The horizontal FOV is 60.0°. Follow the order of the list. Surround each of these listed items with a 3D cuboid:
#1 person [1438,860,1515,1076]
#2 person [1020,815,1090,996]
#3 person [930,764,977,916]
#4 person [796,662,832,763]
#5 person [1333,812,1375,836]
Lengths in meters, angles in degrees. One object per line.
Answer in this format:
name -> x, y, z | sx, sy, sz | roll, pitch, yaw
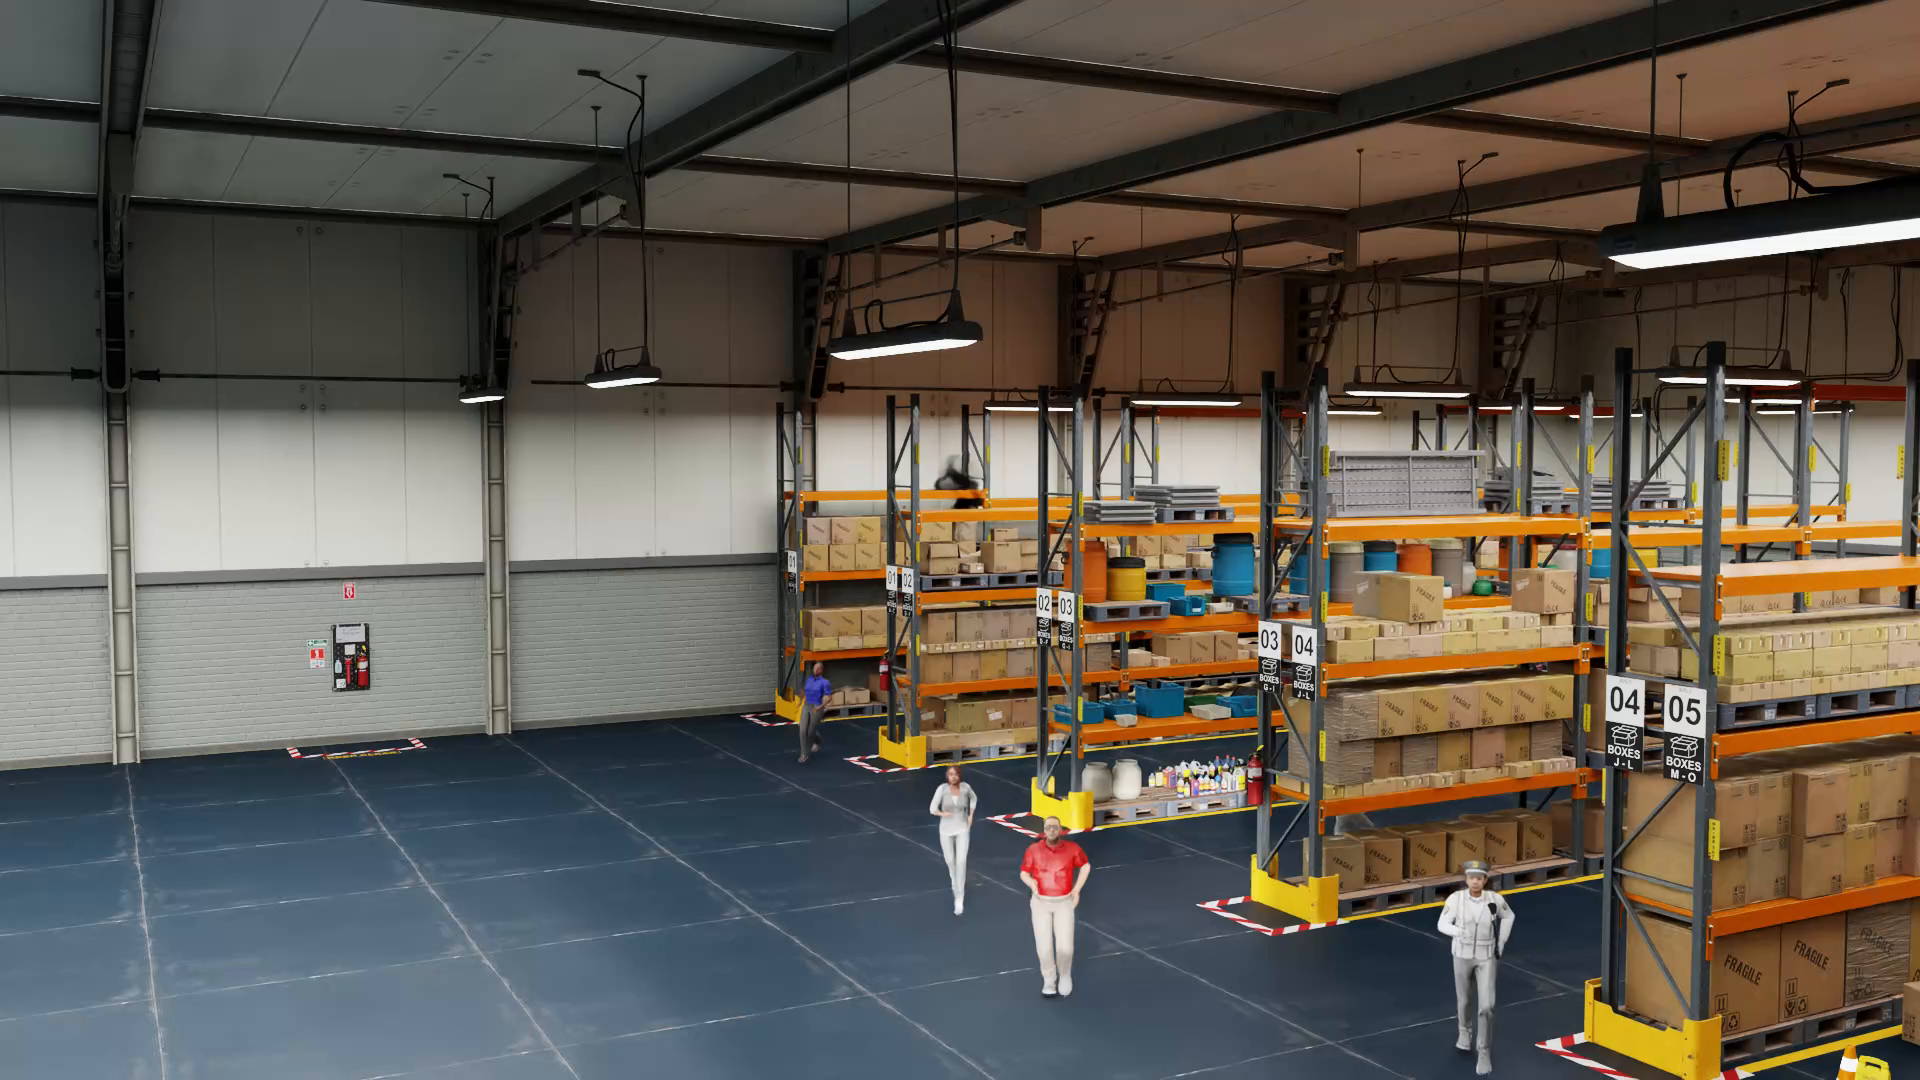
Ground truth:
person -> 4.297, 3.528, 13.902 | 0.588, 1.749, 0.696 | 1, 3, 20
person -> 0.872, 3.441, 15.511 | 0.648, 1.701, 0.621 | 0, 3, 8
person -> -0.077, 3.317, 18.723 | 0.509, 1.634, 0.901 | 0, 3, 6
person -> -2.382, 2.821, 27.376 | 0.617, 1.635, 0.642 | 1, 3, 22
person -> 4.962, 3.086, 21.088 | 0.969, 1.800, 0.669 | -1, 4, -23
